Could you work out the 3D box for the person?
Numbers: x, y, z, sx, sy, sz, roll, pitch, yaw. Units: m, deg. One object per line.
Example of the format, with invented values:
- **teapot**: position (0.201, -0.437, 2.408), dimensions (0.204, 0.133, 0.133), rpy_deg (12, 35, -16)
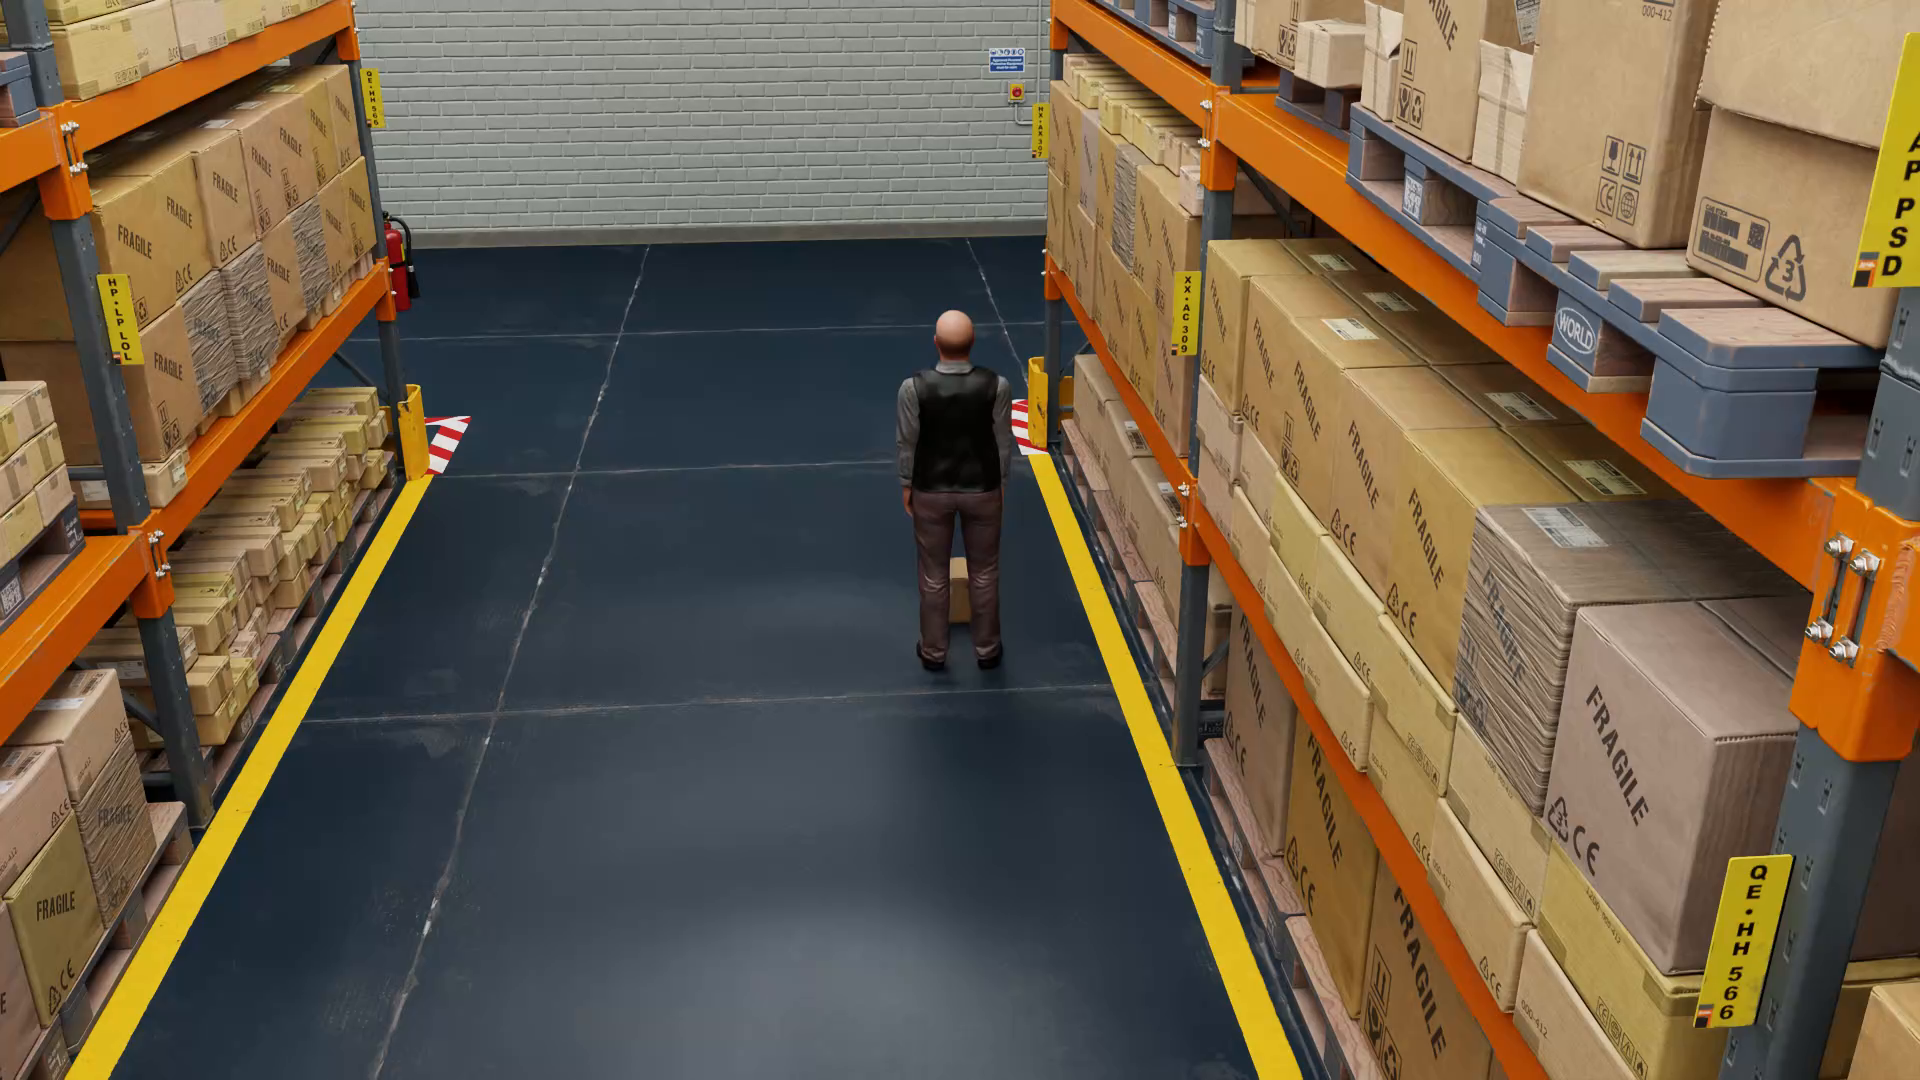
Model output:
- **person**: position (-0.029, -0.223, 7.648), dimensions (0.531, 1.725, 0.358), rpy_deg (-1, 24, -3)
